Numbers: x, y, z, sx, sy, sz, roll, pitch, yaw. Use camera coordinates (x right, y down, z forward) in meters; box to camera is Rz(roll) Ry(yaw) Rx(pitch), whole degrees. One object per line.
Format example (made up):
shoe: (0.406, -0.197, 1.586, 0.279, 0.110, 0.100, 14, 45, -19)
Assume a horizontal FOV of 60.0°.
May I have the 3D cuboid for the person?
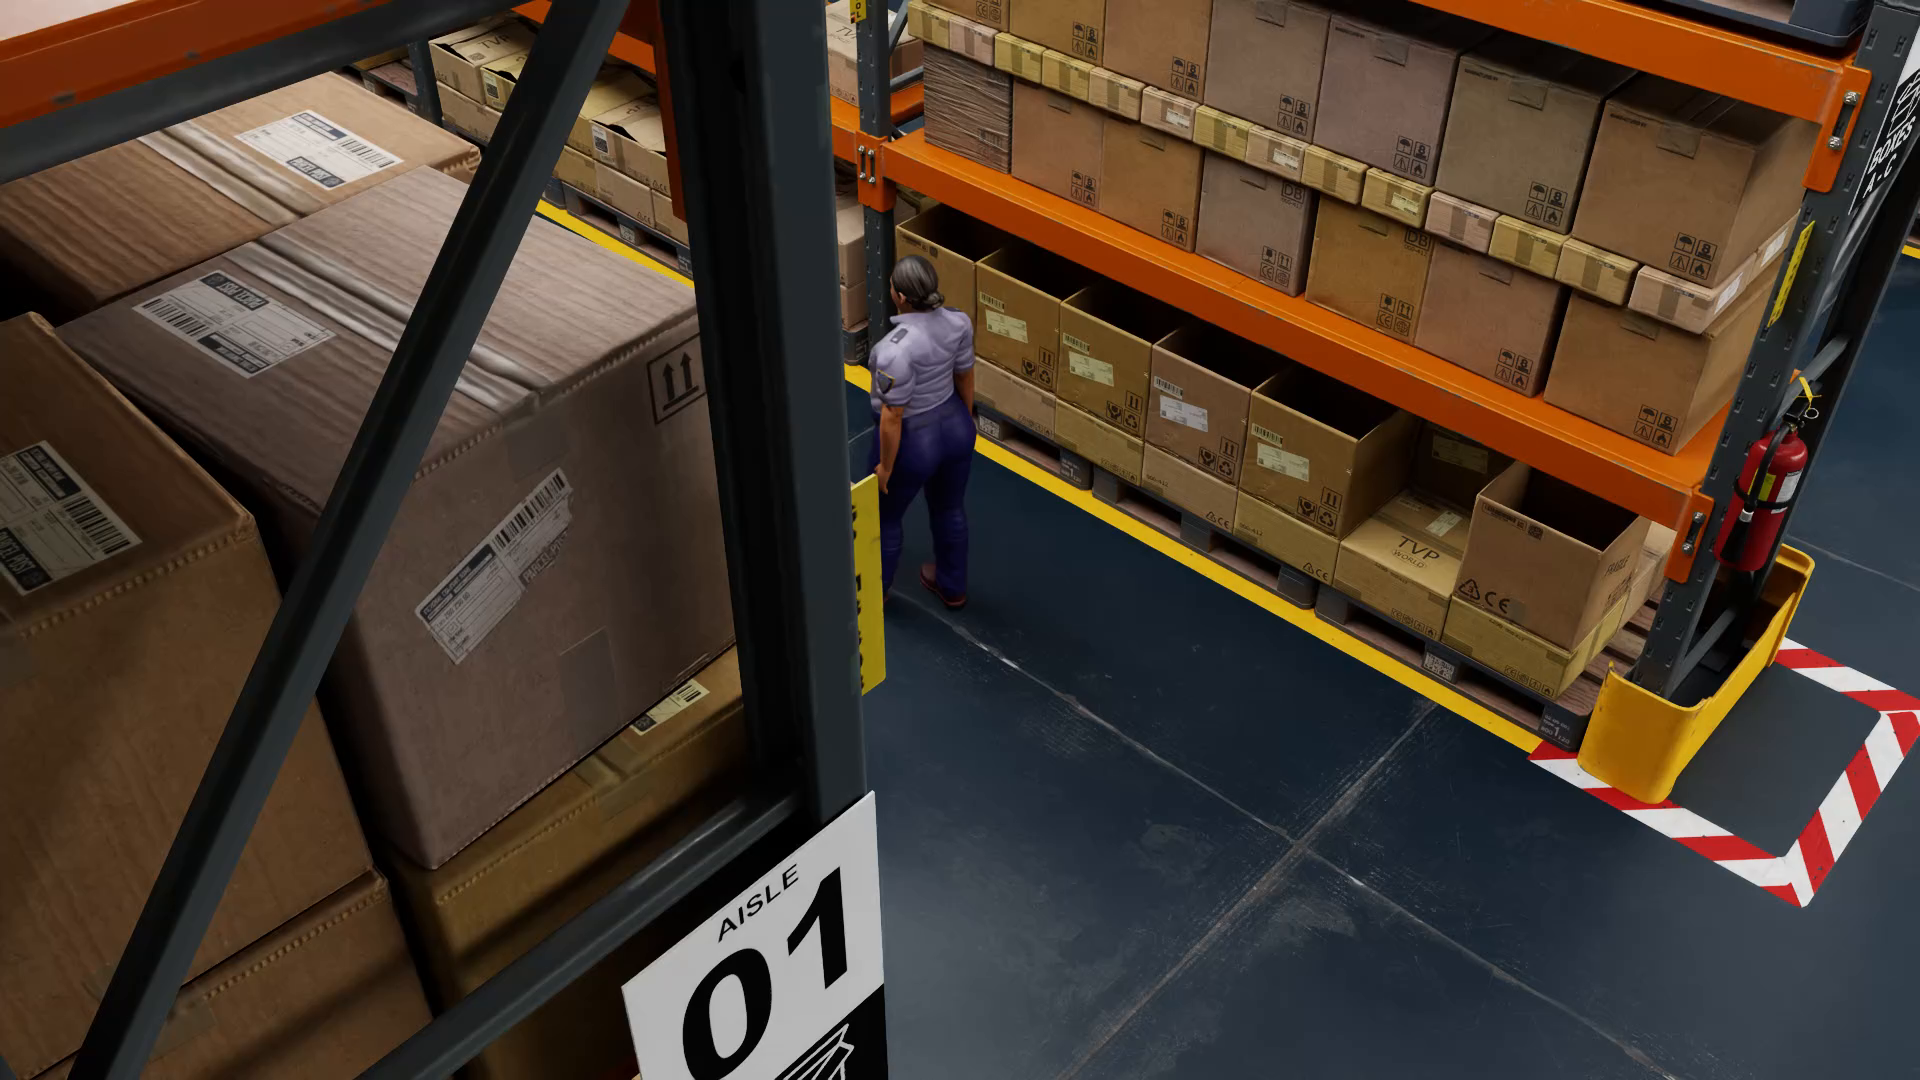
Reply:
person: (-0.207, -0.439, 6.691, 0.504, 1.655, 0.526, -29, 48, -30)
